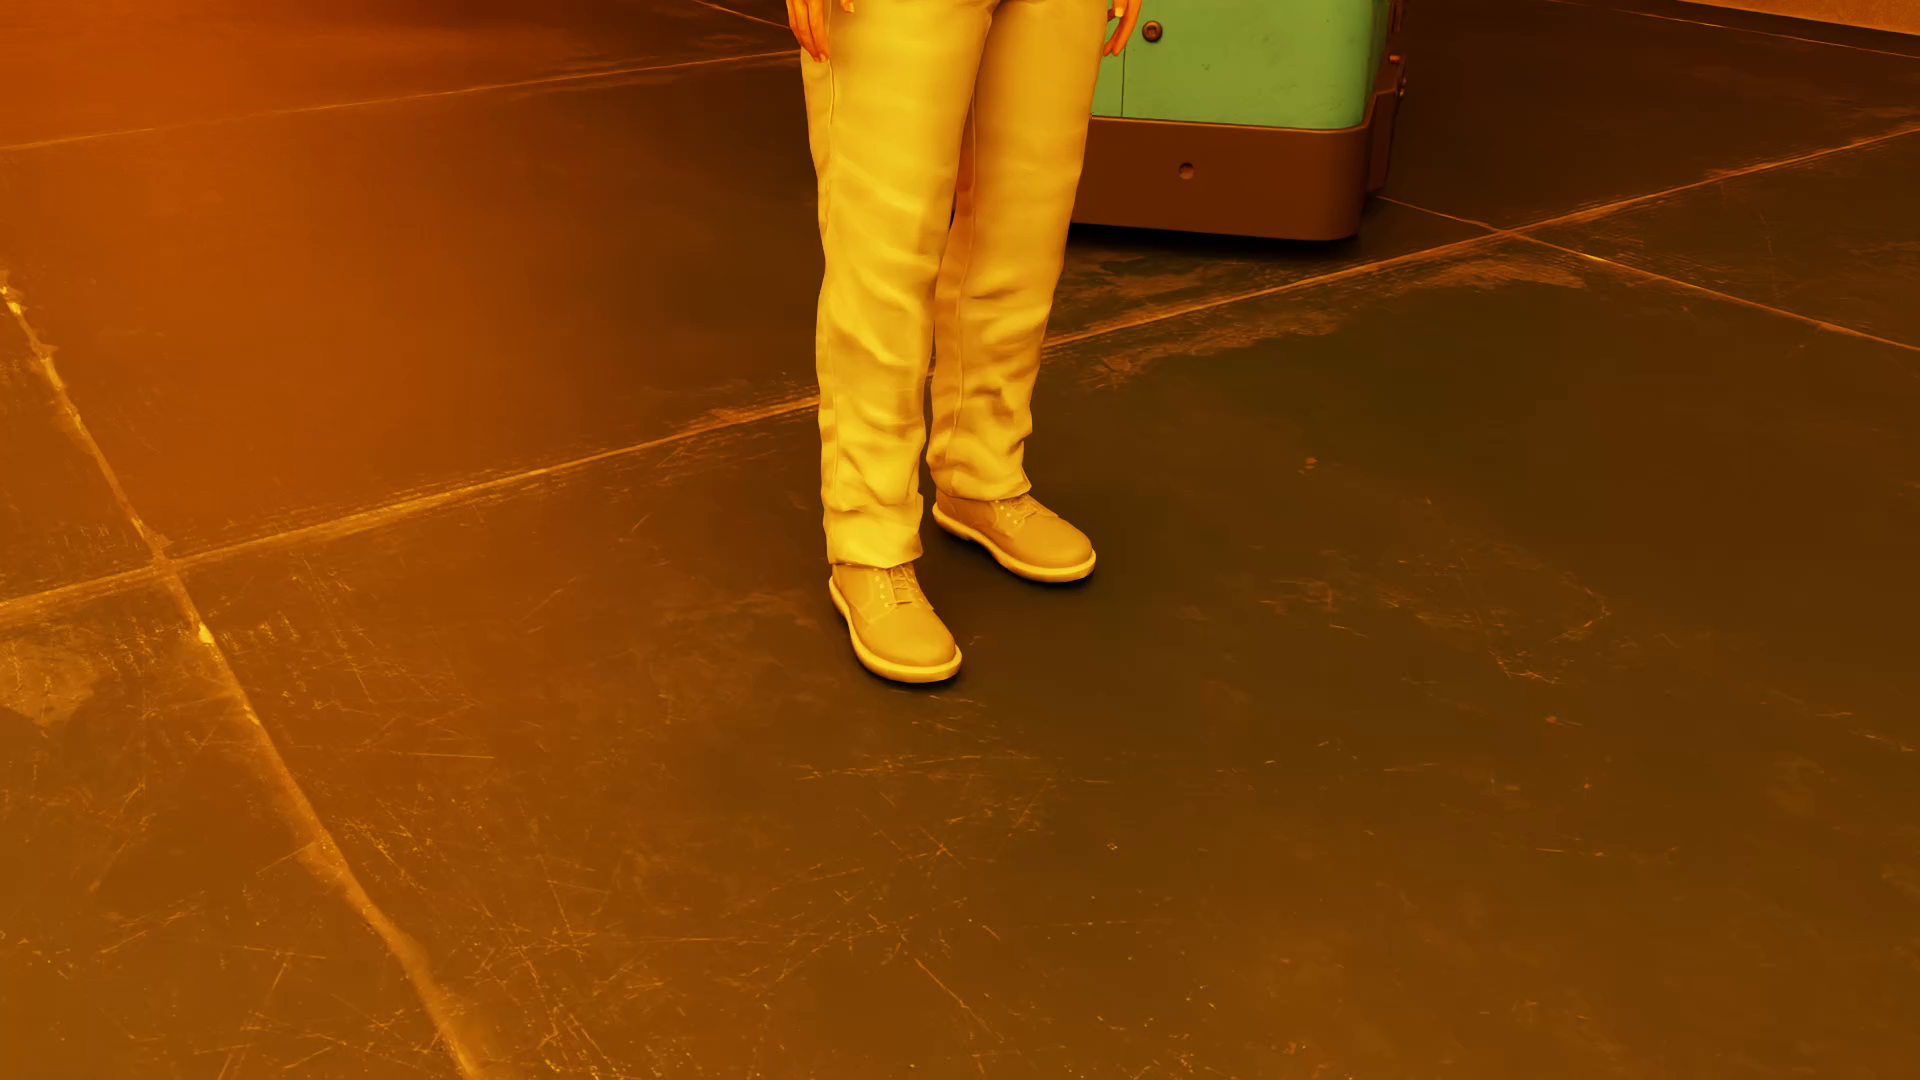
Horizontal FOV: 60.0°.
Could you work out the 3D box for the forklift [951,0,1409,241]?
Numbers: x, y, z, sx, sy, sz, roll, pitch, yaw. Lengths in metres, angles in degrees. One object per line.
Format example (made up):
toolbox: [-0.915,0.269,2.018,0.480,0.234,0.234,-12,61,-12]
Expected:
forklift: [0.765,-2.606,4.426,1.130,2.935,3.031,7,28,14]

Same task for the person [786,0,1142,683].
person: [0.025,-0.717,2.055,0.598,1.670,0.529,-17,31,-31]
